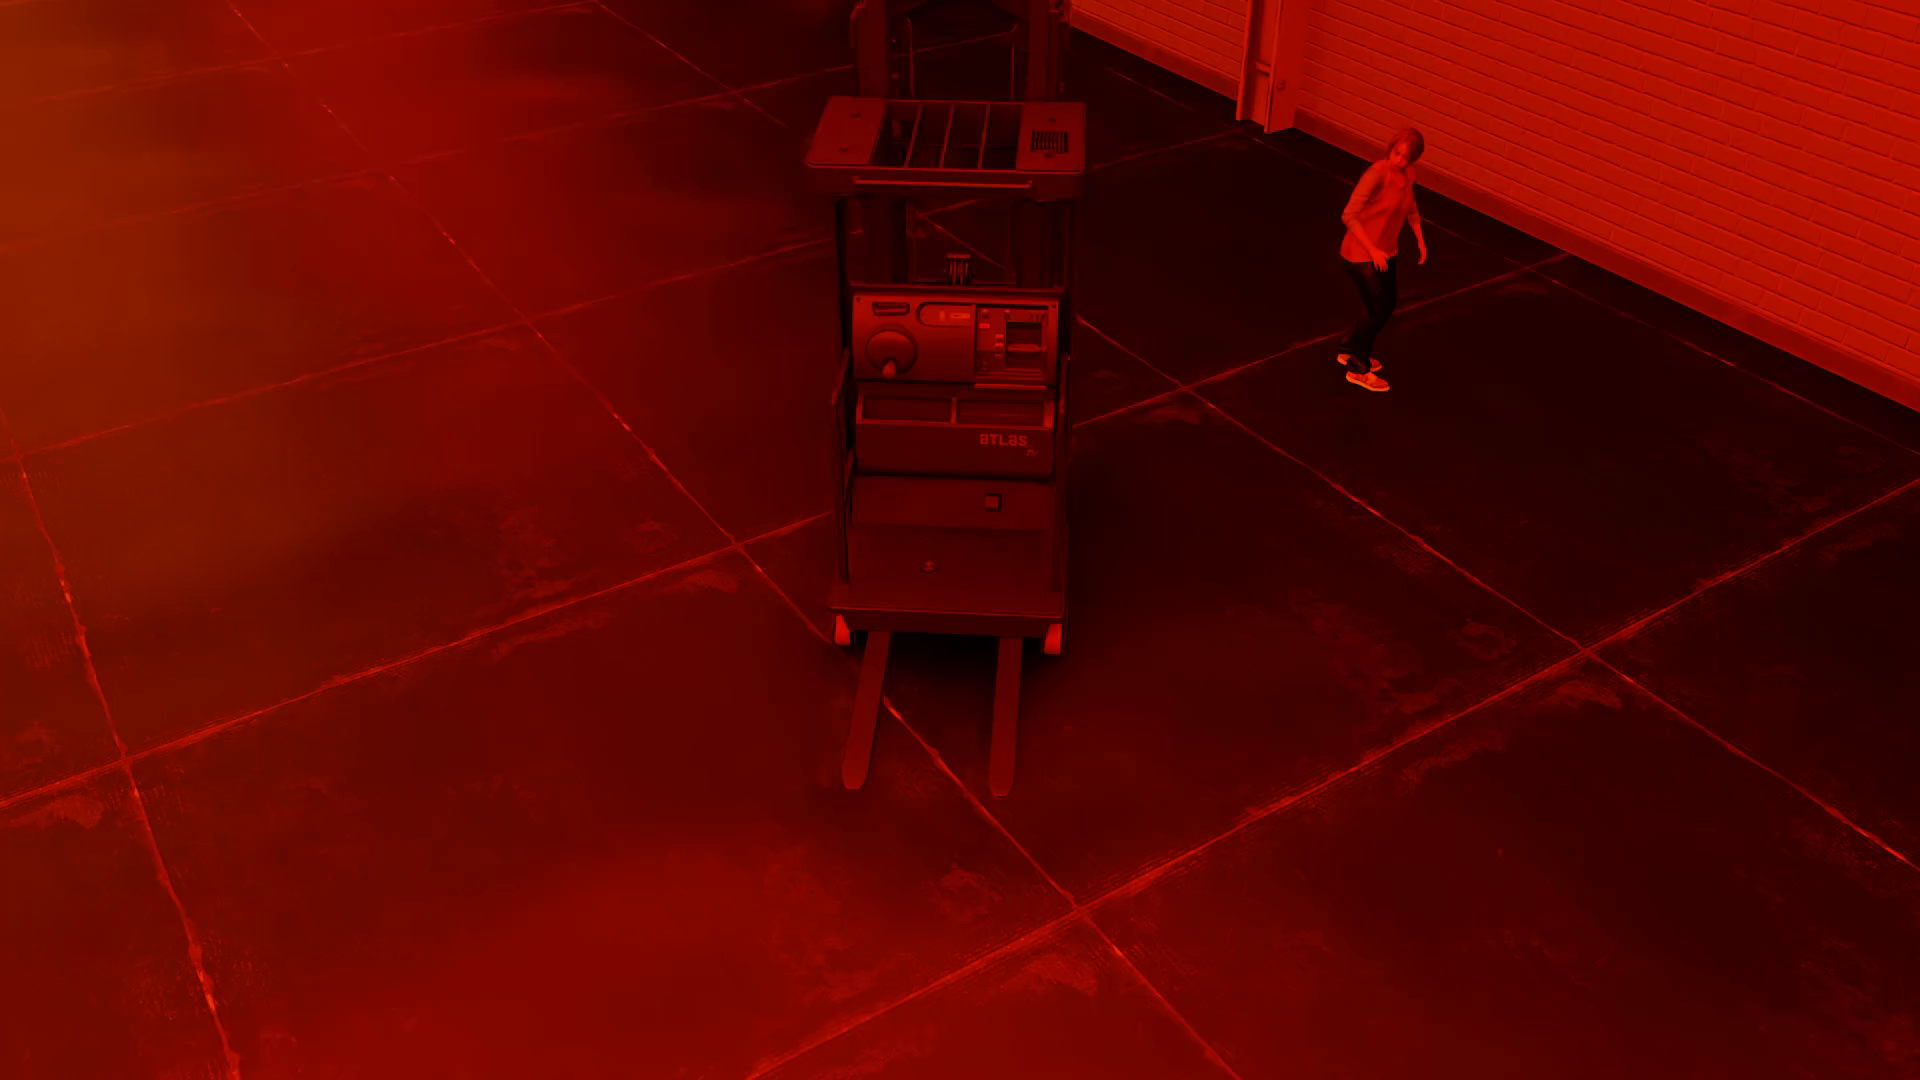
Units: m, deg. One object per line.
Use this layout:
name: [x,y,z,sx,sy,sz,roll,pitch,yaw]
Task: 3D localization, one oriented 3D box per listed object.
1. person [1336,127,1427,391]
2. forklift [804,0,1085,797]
person: [2.475,-1.652,9.706,0.447,1.562,0.625,27,43,33]
forklift: [-0.034,-0.848,7.354,1.130,2.935,3.031,2,35,3]
